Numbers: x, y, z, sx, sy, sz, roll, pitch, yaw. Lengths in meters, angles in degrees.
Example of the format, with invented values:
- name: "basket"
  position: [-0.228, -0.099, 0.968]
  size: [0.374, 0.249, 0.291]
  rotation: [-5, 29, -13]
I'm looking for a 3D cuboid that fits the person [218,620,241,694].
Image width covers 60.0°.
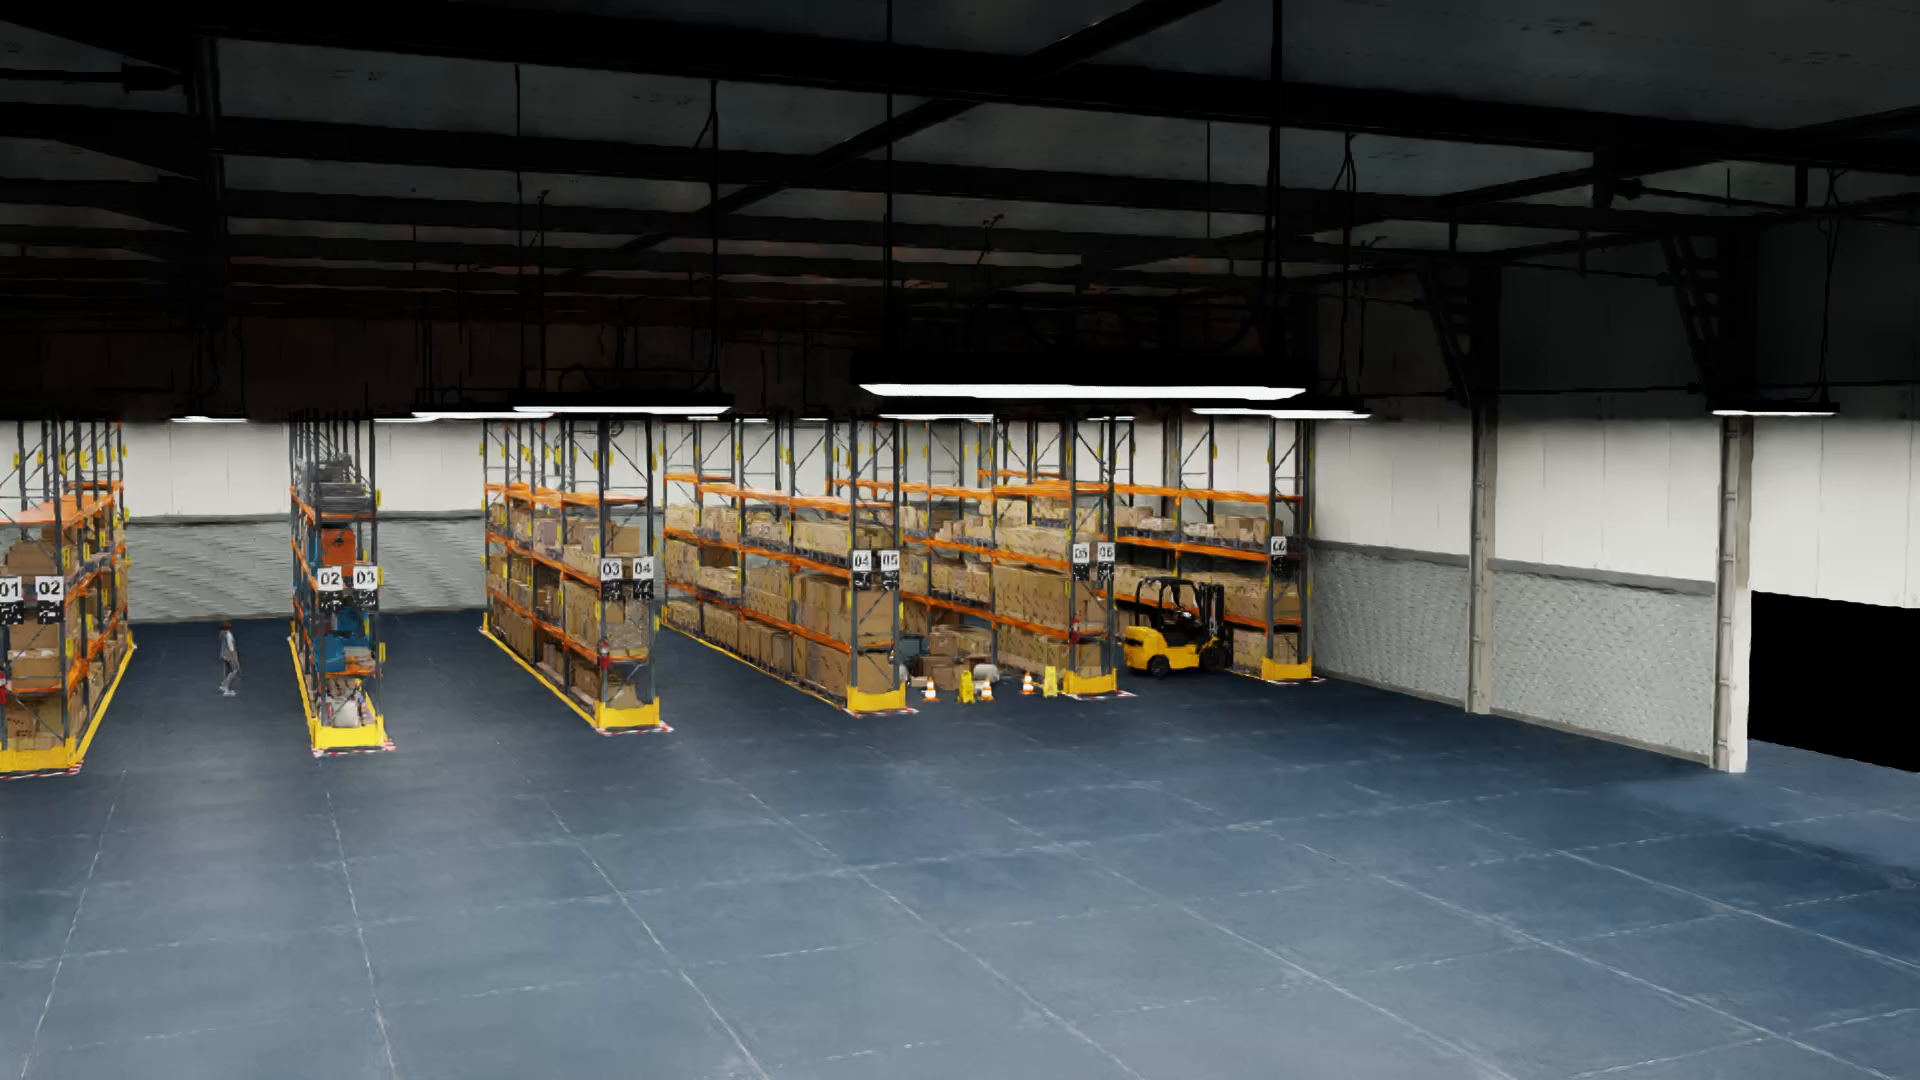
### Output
- name: "person"
  position: [-15.426, 2.474, 35.011]
  size: [0.459, 1.594, 0.407]
  rotation: [3, 5, 36]

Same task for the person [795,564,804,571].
- name: "person"
  position: [-4.575, 1.491, 47.508]
  size: [0.388, 1.789, 0.644]
  rotation: [-1, 4, -15]

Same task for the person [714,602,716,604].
- name: "person"
  position: [-7.437, 1.301, 51.934]
  size: [0.592, 1.590, 0.513]
  rotation: [-2, 4, -26]
